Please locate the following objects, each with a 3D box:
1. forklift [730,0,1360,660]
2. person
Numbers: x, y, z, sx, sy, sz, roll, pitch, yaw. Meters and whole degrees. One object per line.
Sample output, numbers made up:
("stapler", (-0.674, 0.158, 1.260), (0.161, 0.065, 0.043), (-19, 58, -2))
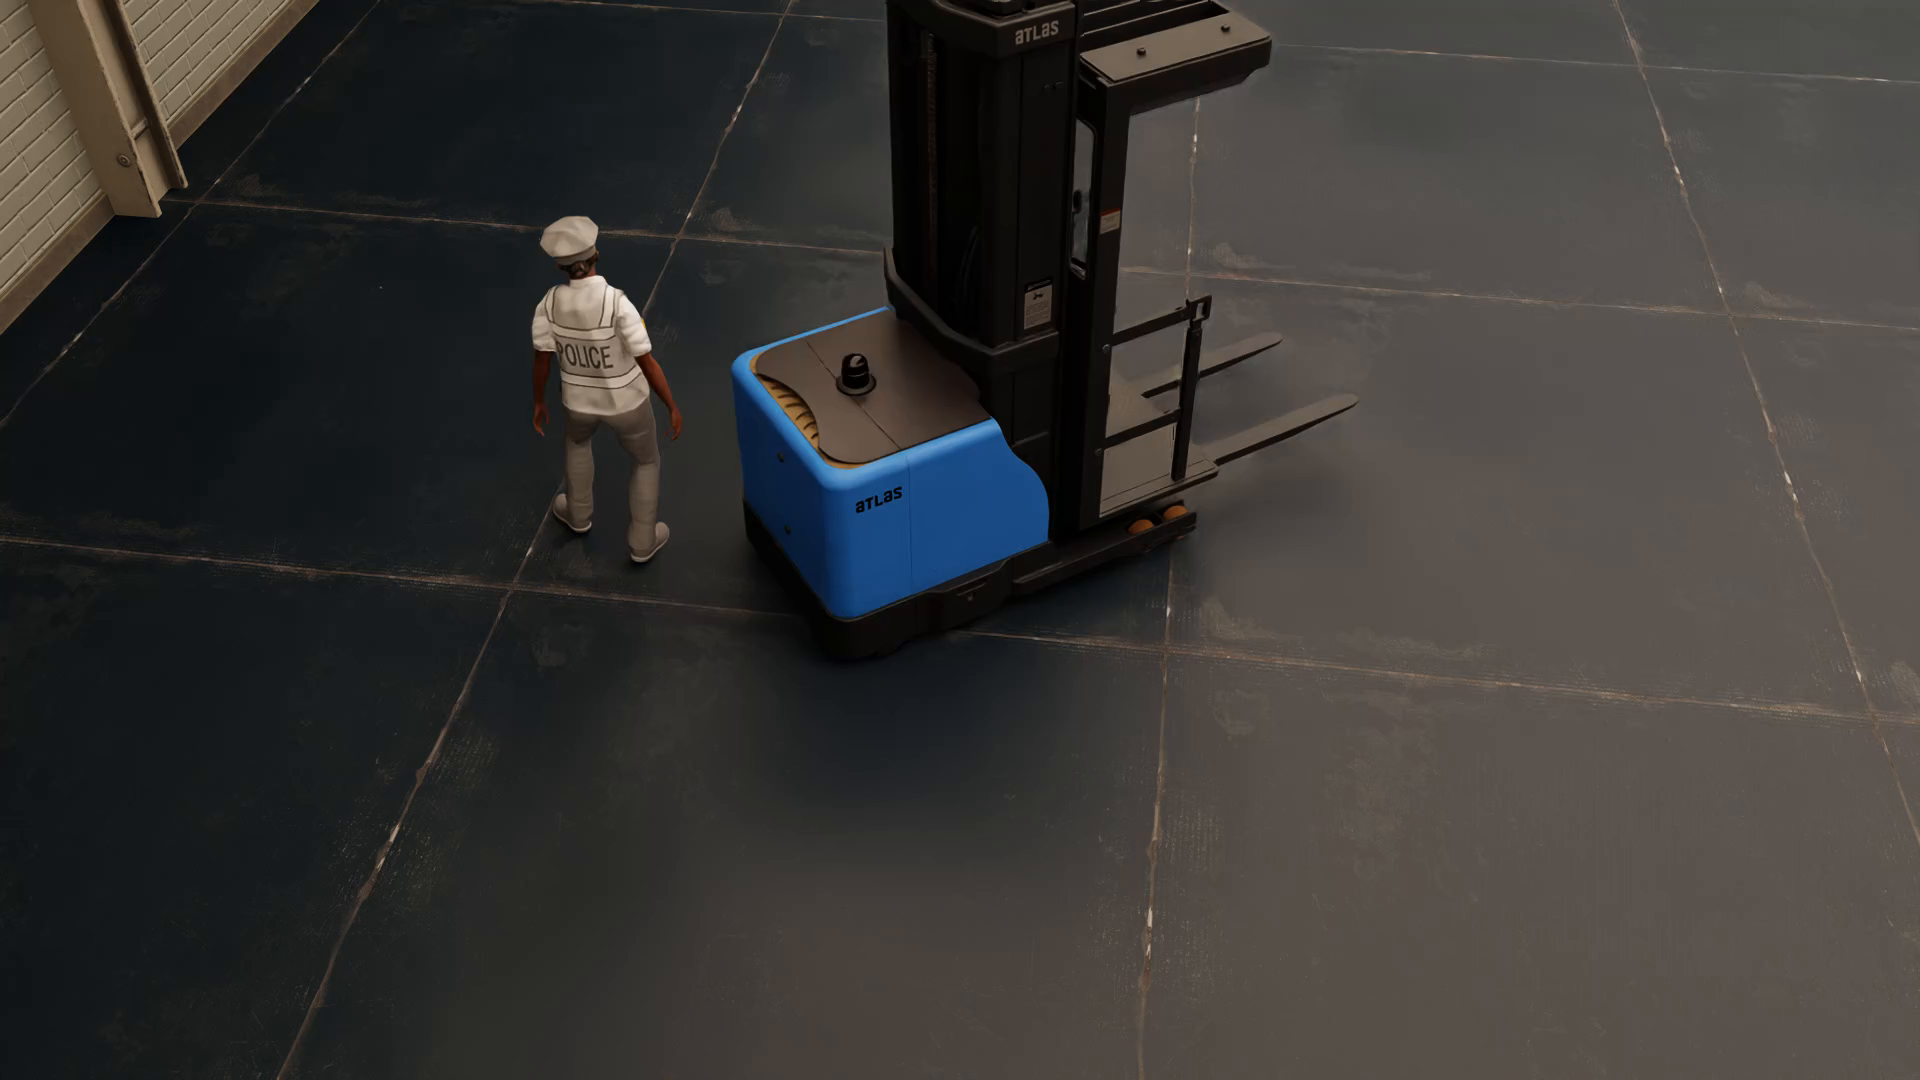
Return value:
("forklift", (0.528, -1.300, 7.140), (3.031, 2.935, 1.130), (-21, 47, -22))
("person", (-1.597, -0.630, 7.395), (0.796, 1.631, 0.424), (8, 43, 9))
